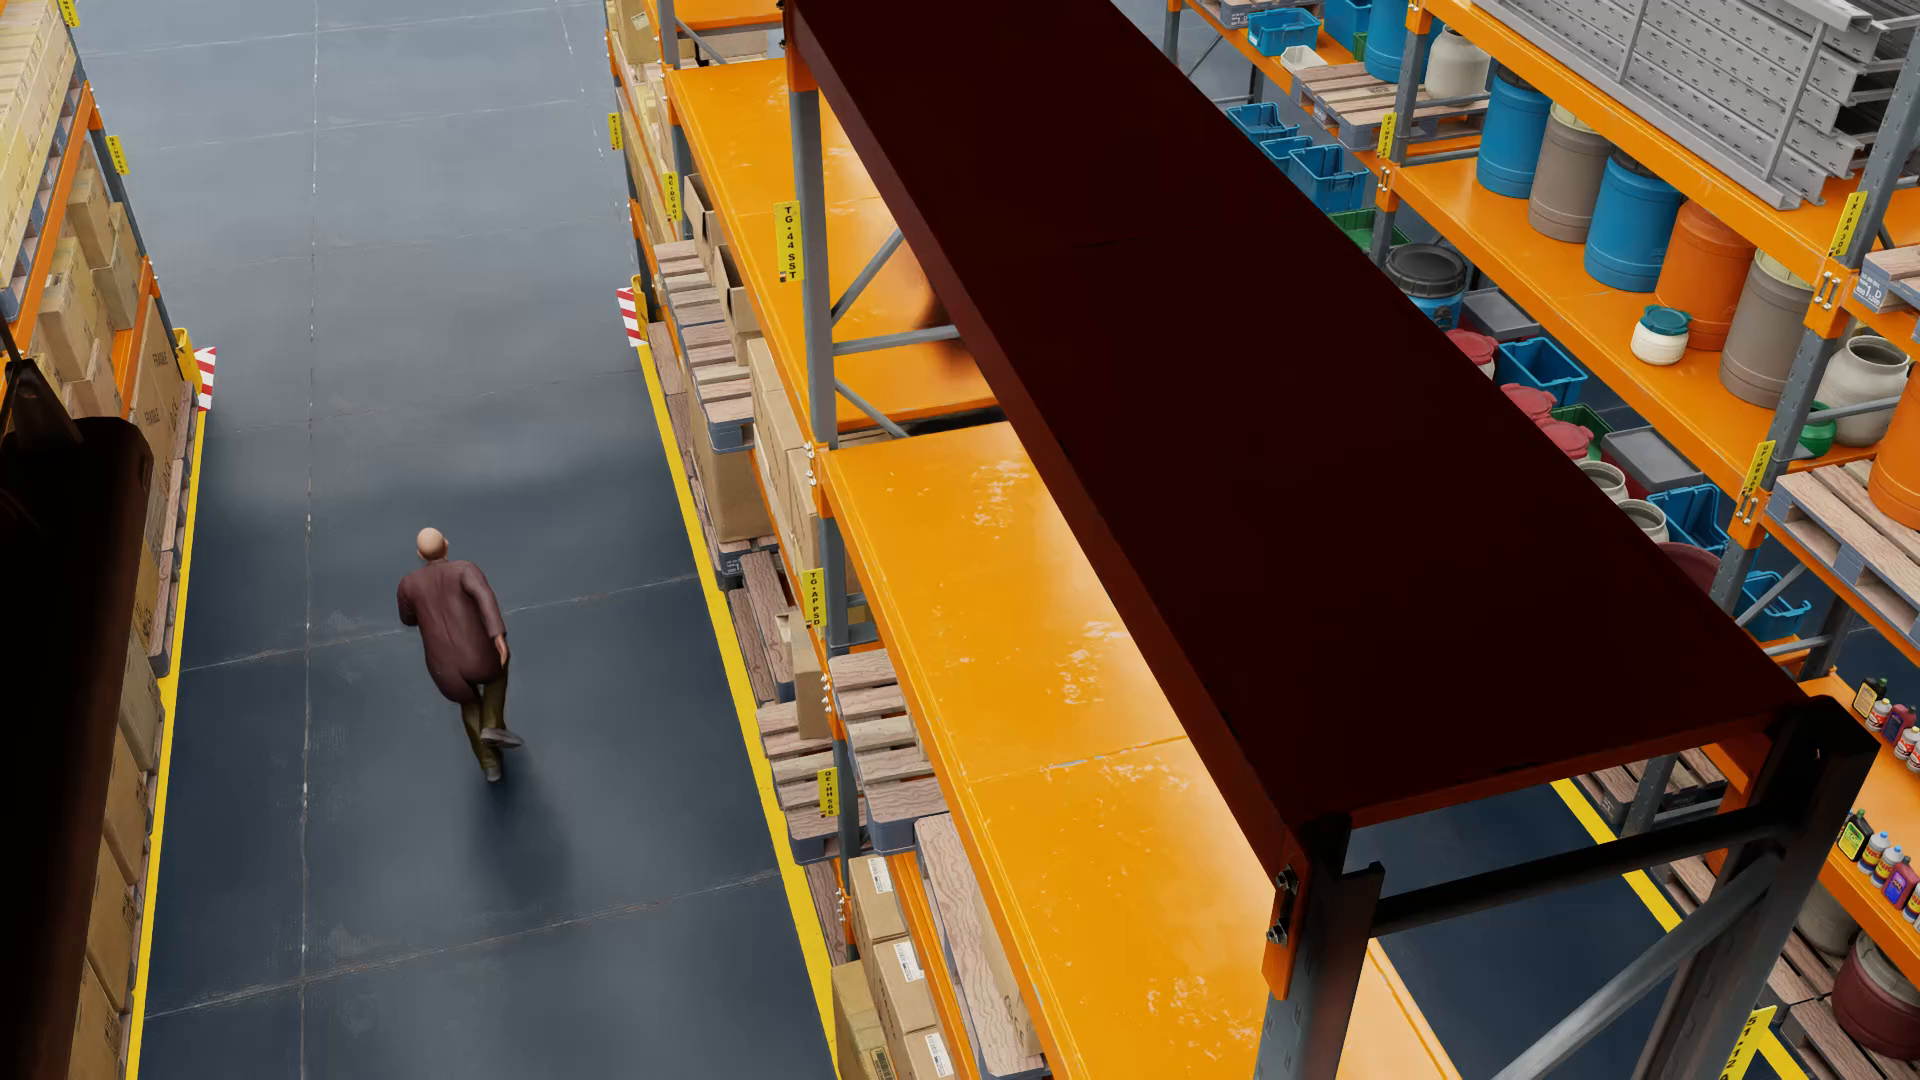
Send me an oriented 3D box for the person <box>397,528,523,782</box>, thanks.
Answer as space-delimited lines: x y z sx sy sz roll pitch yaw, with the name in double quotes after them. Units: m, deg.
-3.196 0.705 10.672 0.713 1.548 1.079 -7 39 -9 "person"
